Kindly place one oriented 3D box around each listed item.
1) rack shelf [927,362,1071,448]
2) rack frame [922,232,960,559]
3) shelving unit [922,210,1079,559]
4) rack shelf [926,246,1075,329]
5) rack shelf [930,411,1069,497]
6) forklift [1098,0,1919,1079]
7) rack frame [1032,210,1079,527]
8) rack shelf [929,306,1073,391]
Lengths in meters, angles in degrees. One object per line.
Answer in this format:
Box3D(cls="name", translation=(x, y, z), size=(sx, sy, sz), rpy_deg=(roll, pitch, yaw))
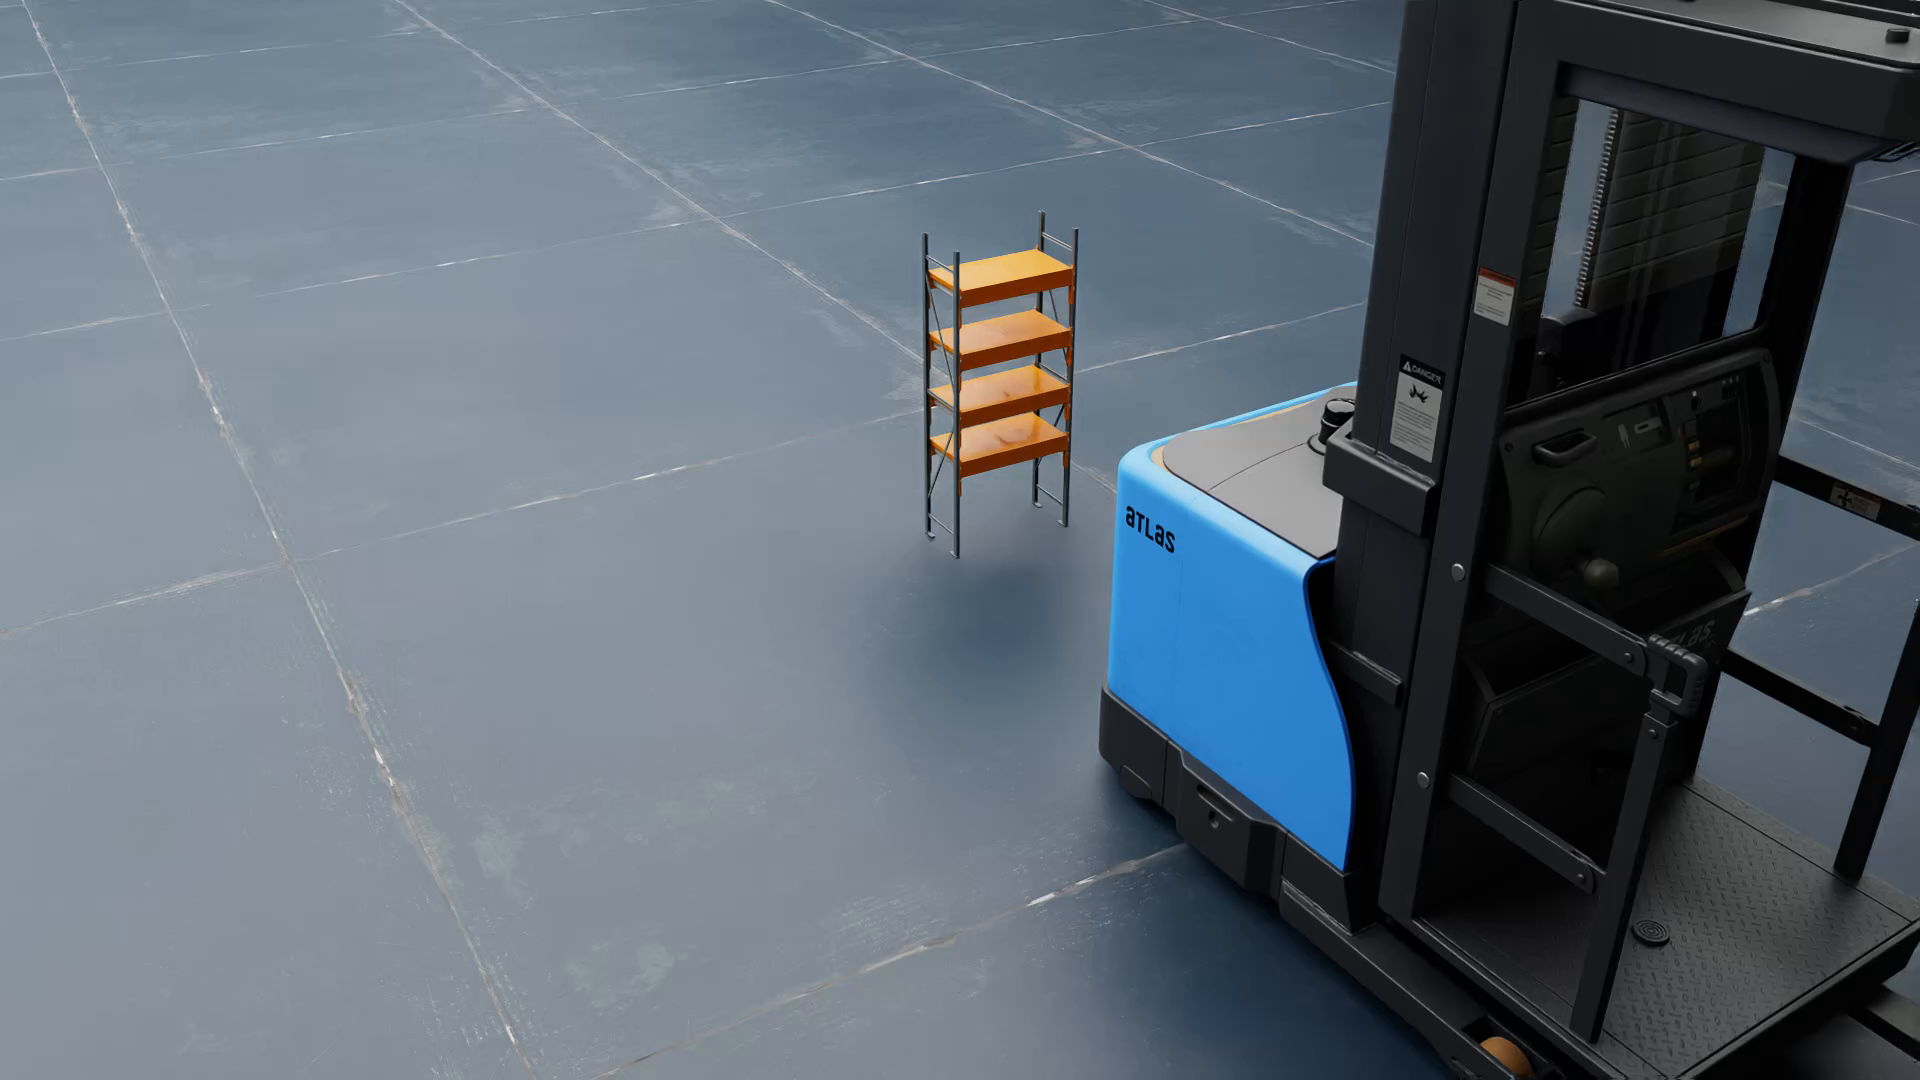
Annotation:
Box3D(cls="rack shelf", translation=(0.143, -0.507, 6.186), size=(0.480, 0.148, 0.258), rpy_deg=(-16, 33, -26))
Box3D(cls="rack frame", translation=(-0.068, -0.506, 6.045), size=(0.015, 1.200, 0.240), rpy_deg=(-16, 33, -26))
Box3D(cls="shelving unit", translation=(0.143, -0.566, 6.154), size=(0.503, 1.200, 0.258), rpy_deg=(-16, 33, -26))
Box3D(cls="rack shelf", translation=(0.143, -0.910, 5.964), size=(0.480, 0.148, 0.258), rpy_deg=(-16, 33, -26))
Box3D(cls="rack shelf", translation=(0.143, -0.333, 6.282), size=(0.480, 0.148, 0.258), rpy_deg=(-16, 33, -26))
Box3D(cls="forklift", translation=(1.644, -0.121, 3.555), size=(1.130, 2.935, 3.031), rpy_deg=(-17, 33, -28))
Box3D(cls="rack frame", translation=(0.353, -0.626, 6.262), size=(0.015, 1.200, 0.240), rpy_deg=(-16, 33, -26))
Box3D(cls="rack shelf", translation=(0.143, -0.703, 6.078), size=(0.480, 0.148, 0.258), rpy_deg=(-16, 33, -26))
